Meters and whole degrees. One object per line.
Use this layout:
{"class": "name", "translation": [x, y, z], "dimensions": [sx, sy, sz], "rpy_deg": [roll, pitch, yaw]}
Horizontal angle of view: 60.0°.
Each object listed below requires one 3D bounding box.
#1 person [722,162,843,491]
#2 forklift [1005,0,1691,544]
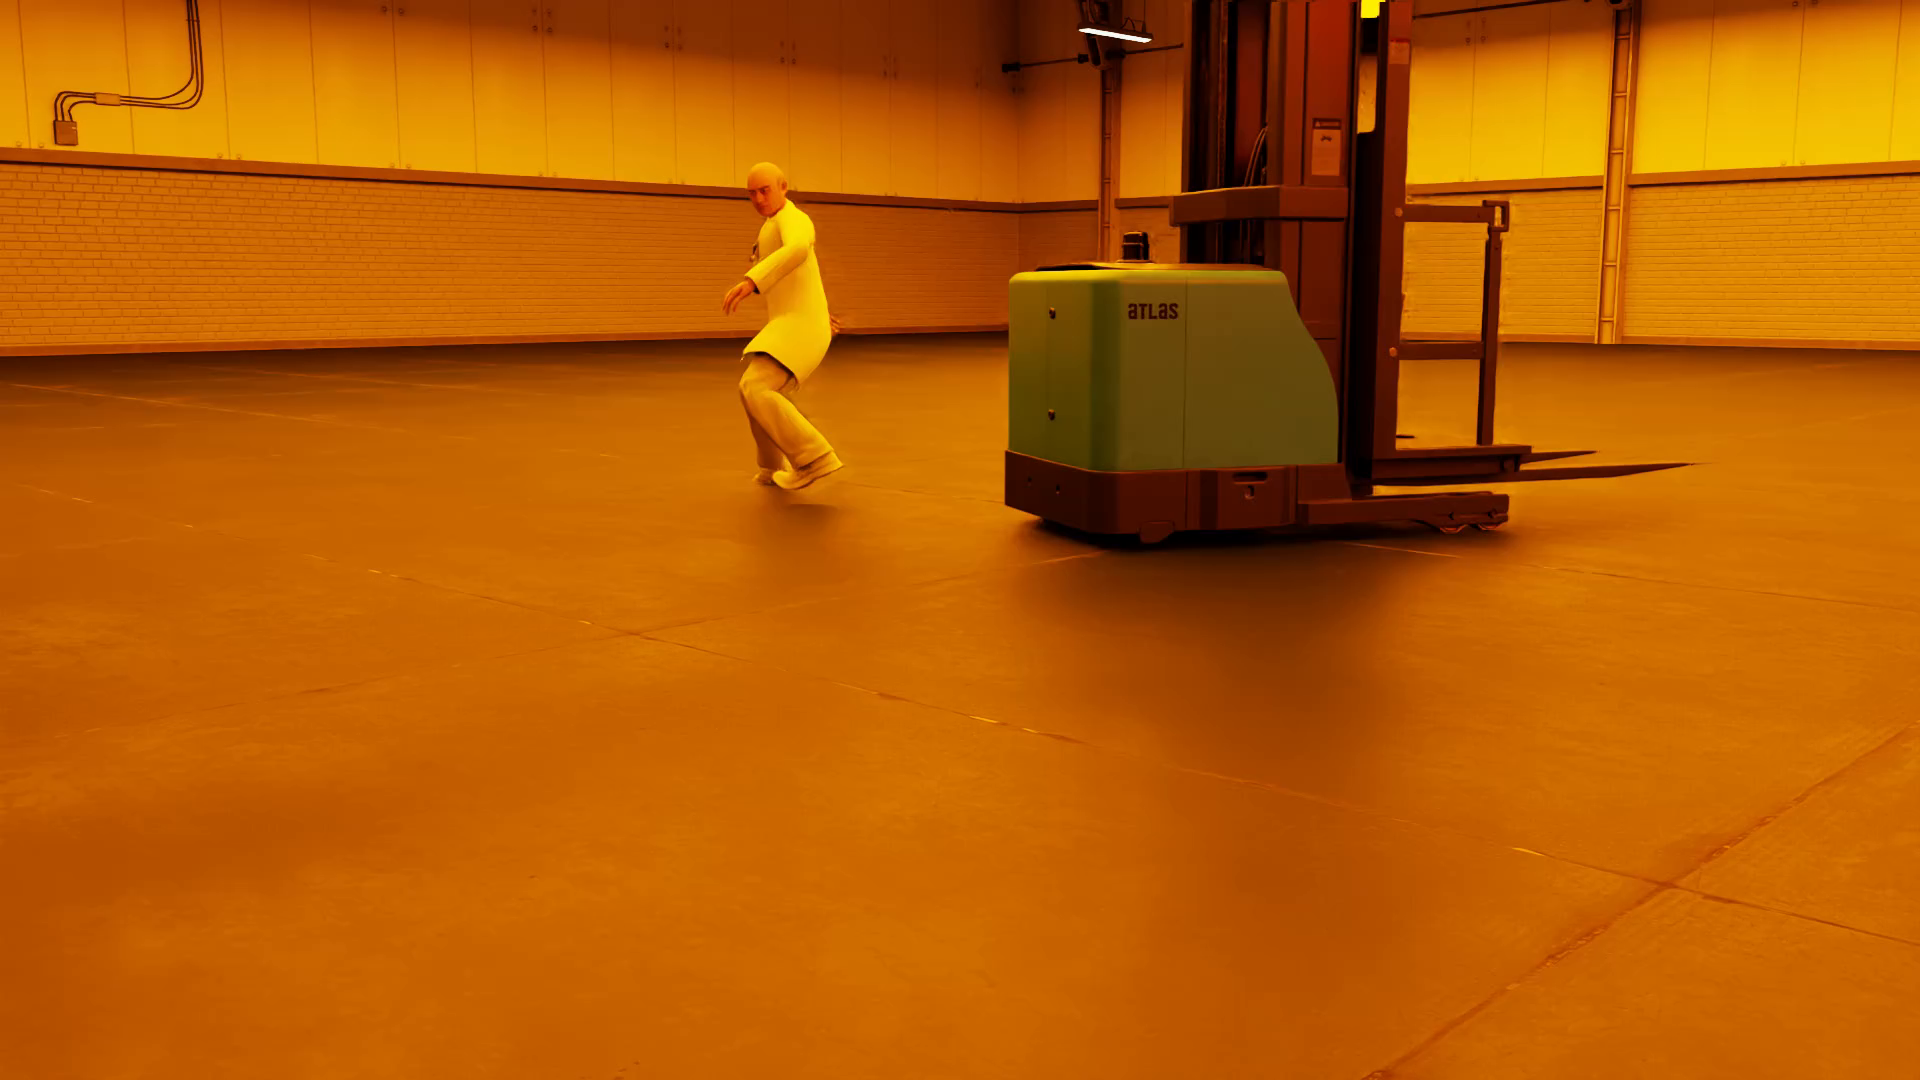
{"class": "person", "translation": [-0.845, -1.001, 8.255], "dimensions": [0.592, 1.701, 1.218], "rpy_deg": [0, 9, 0]}
{"class": "forklift", "translation": [1.768, -1.544, 7.130], "dimensions": [3.031, 2.935, 1.130], "rpy_deg": [-3, 9, -20]}
